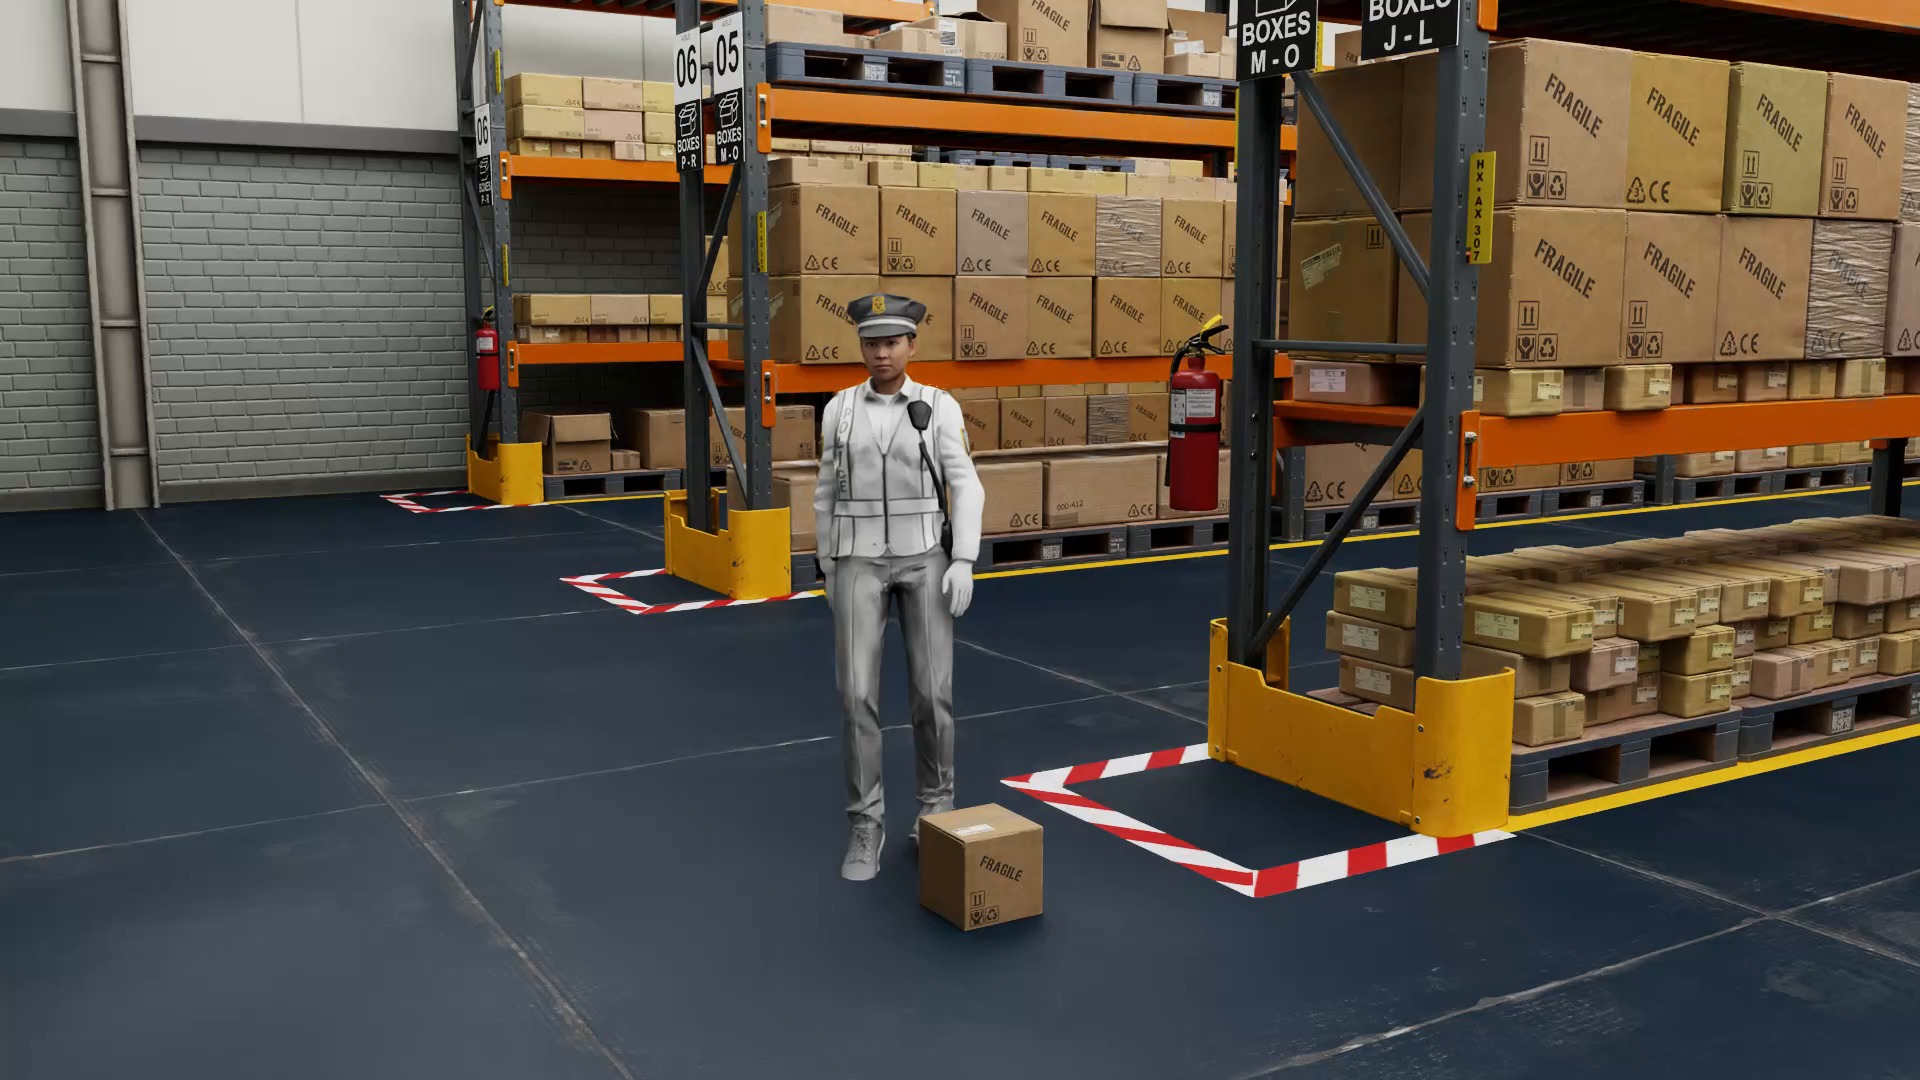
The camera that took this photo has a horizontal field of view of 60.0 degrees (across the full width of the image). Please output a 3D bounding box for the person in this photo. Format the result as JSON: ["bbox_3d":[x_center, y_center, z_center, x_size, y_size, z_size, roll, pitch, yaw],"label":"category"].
[{"bbox_3d":[-0.198,0.141,4.963,0.536,1.741,0.602,1,8,4],"label":"person"}]
